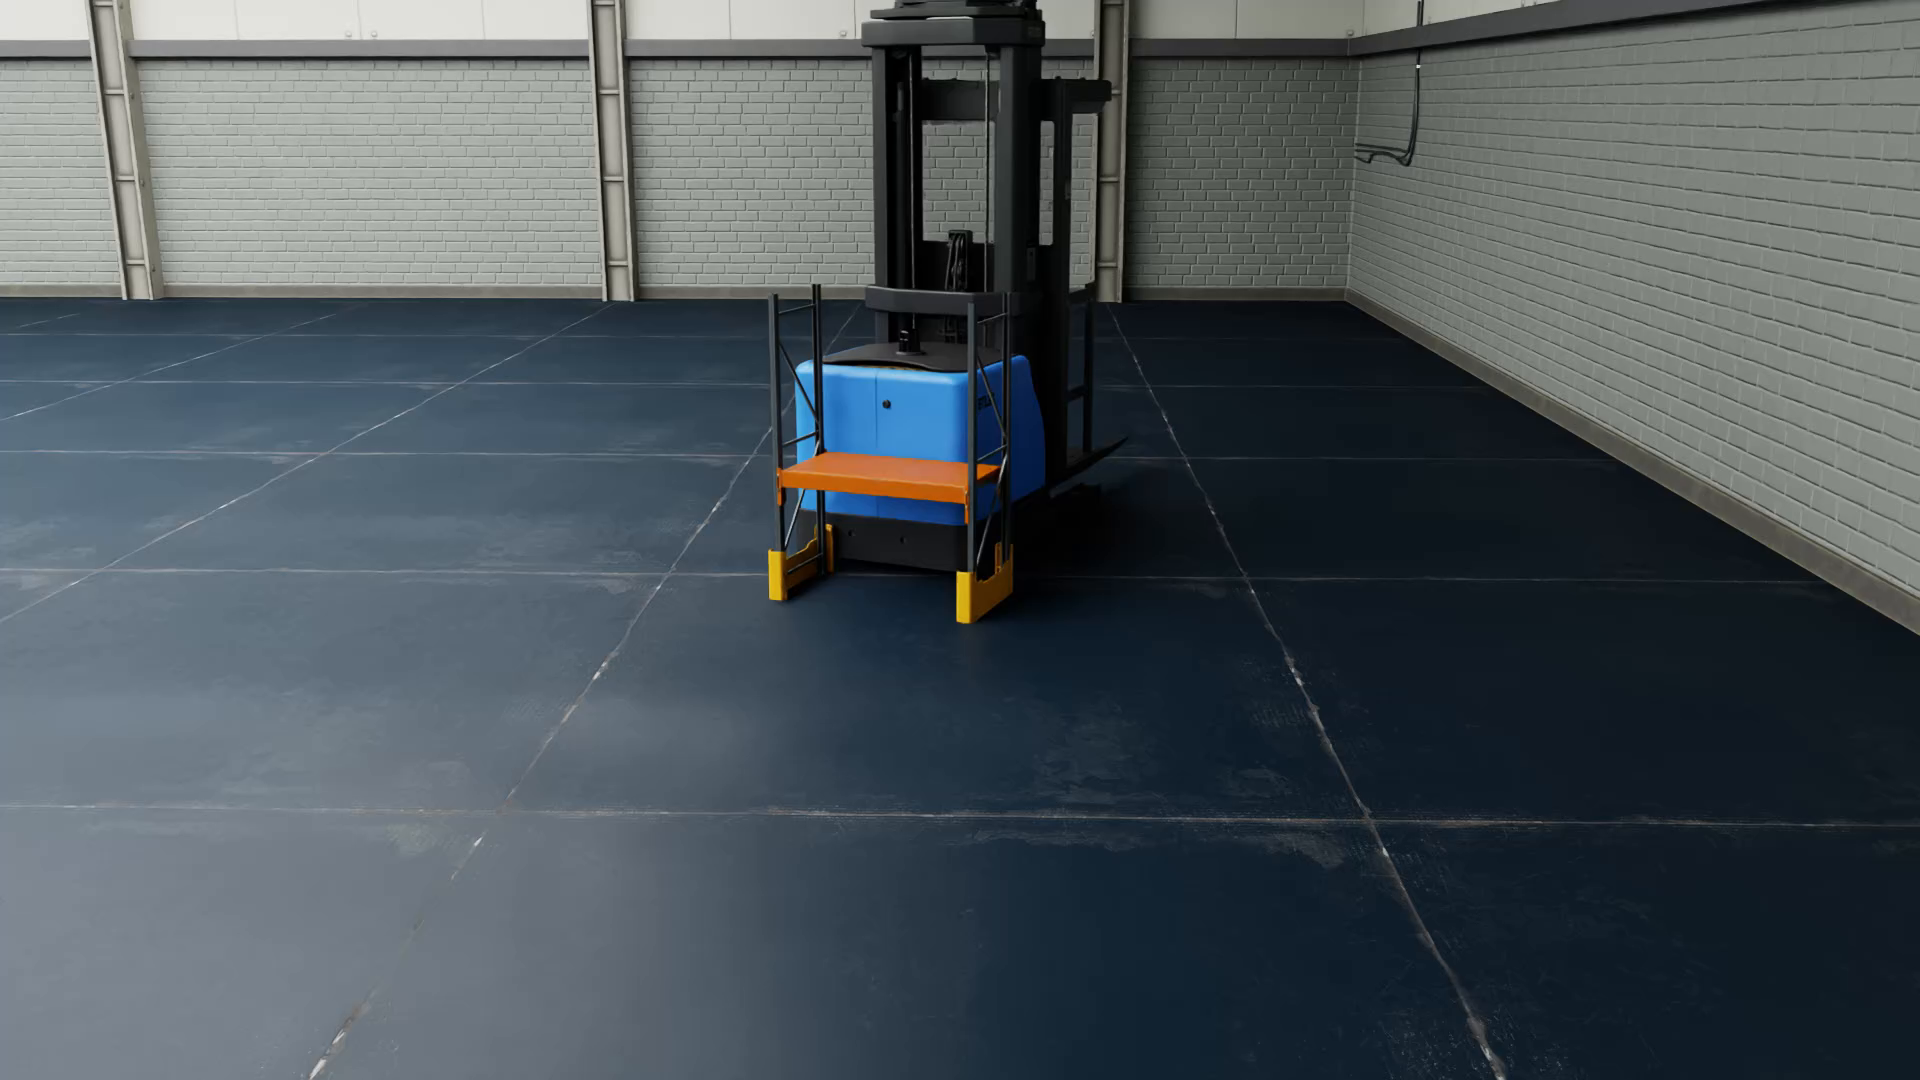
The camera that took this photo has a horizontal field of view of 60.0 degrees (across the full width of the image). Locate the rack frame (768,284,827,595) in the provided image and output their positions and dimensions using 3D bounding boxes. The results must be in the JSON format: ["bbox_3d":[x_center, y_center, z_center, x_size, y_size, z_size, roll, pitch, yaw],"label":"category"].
[{"bbox_3d":[-0.801,-0.495,8.276,0.032,1.500,0.500,6,16,21],"label":"rack frame"}]

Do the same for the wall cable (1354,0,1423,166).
[{"bbox_3d":[4.702,-5.438,18.400,0.112,2.526,3.097,0,15,1],"label":"wall cable"}]

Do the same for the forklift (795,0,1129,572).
[{"bbox_3d":[0.198,-1.582,9.592,1.130,2.935,3.031,7,16,24],"label":"forklift"}]

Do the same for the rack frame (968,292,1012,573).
[{"bbox_3d":[0.143,-0.399,7.911,0.032,1.500,0.500,6,16,21],"label":"rack frame"}]

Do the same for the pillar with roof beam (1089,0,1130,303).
[{"bbox_3d":[1.681,-6.198,15.193,0.400,9.000,9.100,0,15,1],"label":"pillar with roof beam"}]

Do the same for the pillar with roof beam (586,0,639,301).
[{"bbox_3d":[-4.317,-6.237,15.341,0.400,9.000,9.100,0,15,1],"label":"pillar with roof beam"}]

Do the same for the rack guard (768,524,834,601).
[{"bbox_3d":[-0.800,0.110,8.435,0.087,0.250,0.587,6,16,21],"label":"rack guard"}]

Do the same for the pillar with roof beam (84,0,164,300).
[{"bbox_3d":[-10.315,-6.276,15.490,0.400,9.000,9.100,0,15,1],"label":"pillar with roof beam"}]

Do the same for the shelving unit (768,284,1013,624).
[{"bbox_3d":[-0.337,-0.448,8.097,1.083,1.500,0.587,6,16,21],"label":"shelving unit"}]

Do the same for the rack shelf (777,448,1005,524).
[{"bbox_3d":[-0.329,-0.273,8.139,1.000,0.185,0.538,6,16,21],"label":"rack shelf"}]

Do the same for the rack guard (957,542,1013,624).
[{"bbox_3d":[0.125,0.204,8.077,0.087,0.250,0.587,6,16,21],"label":"rack guard"}]
